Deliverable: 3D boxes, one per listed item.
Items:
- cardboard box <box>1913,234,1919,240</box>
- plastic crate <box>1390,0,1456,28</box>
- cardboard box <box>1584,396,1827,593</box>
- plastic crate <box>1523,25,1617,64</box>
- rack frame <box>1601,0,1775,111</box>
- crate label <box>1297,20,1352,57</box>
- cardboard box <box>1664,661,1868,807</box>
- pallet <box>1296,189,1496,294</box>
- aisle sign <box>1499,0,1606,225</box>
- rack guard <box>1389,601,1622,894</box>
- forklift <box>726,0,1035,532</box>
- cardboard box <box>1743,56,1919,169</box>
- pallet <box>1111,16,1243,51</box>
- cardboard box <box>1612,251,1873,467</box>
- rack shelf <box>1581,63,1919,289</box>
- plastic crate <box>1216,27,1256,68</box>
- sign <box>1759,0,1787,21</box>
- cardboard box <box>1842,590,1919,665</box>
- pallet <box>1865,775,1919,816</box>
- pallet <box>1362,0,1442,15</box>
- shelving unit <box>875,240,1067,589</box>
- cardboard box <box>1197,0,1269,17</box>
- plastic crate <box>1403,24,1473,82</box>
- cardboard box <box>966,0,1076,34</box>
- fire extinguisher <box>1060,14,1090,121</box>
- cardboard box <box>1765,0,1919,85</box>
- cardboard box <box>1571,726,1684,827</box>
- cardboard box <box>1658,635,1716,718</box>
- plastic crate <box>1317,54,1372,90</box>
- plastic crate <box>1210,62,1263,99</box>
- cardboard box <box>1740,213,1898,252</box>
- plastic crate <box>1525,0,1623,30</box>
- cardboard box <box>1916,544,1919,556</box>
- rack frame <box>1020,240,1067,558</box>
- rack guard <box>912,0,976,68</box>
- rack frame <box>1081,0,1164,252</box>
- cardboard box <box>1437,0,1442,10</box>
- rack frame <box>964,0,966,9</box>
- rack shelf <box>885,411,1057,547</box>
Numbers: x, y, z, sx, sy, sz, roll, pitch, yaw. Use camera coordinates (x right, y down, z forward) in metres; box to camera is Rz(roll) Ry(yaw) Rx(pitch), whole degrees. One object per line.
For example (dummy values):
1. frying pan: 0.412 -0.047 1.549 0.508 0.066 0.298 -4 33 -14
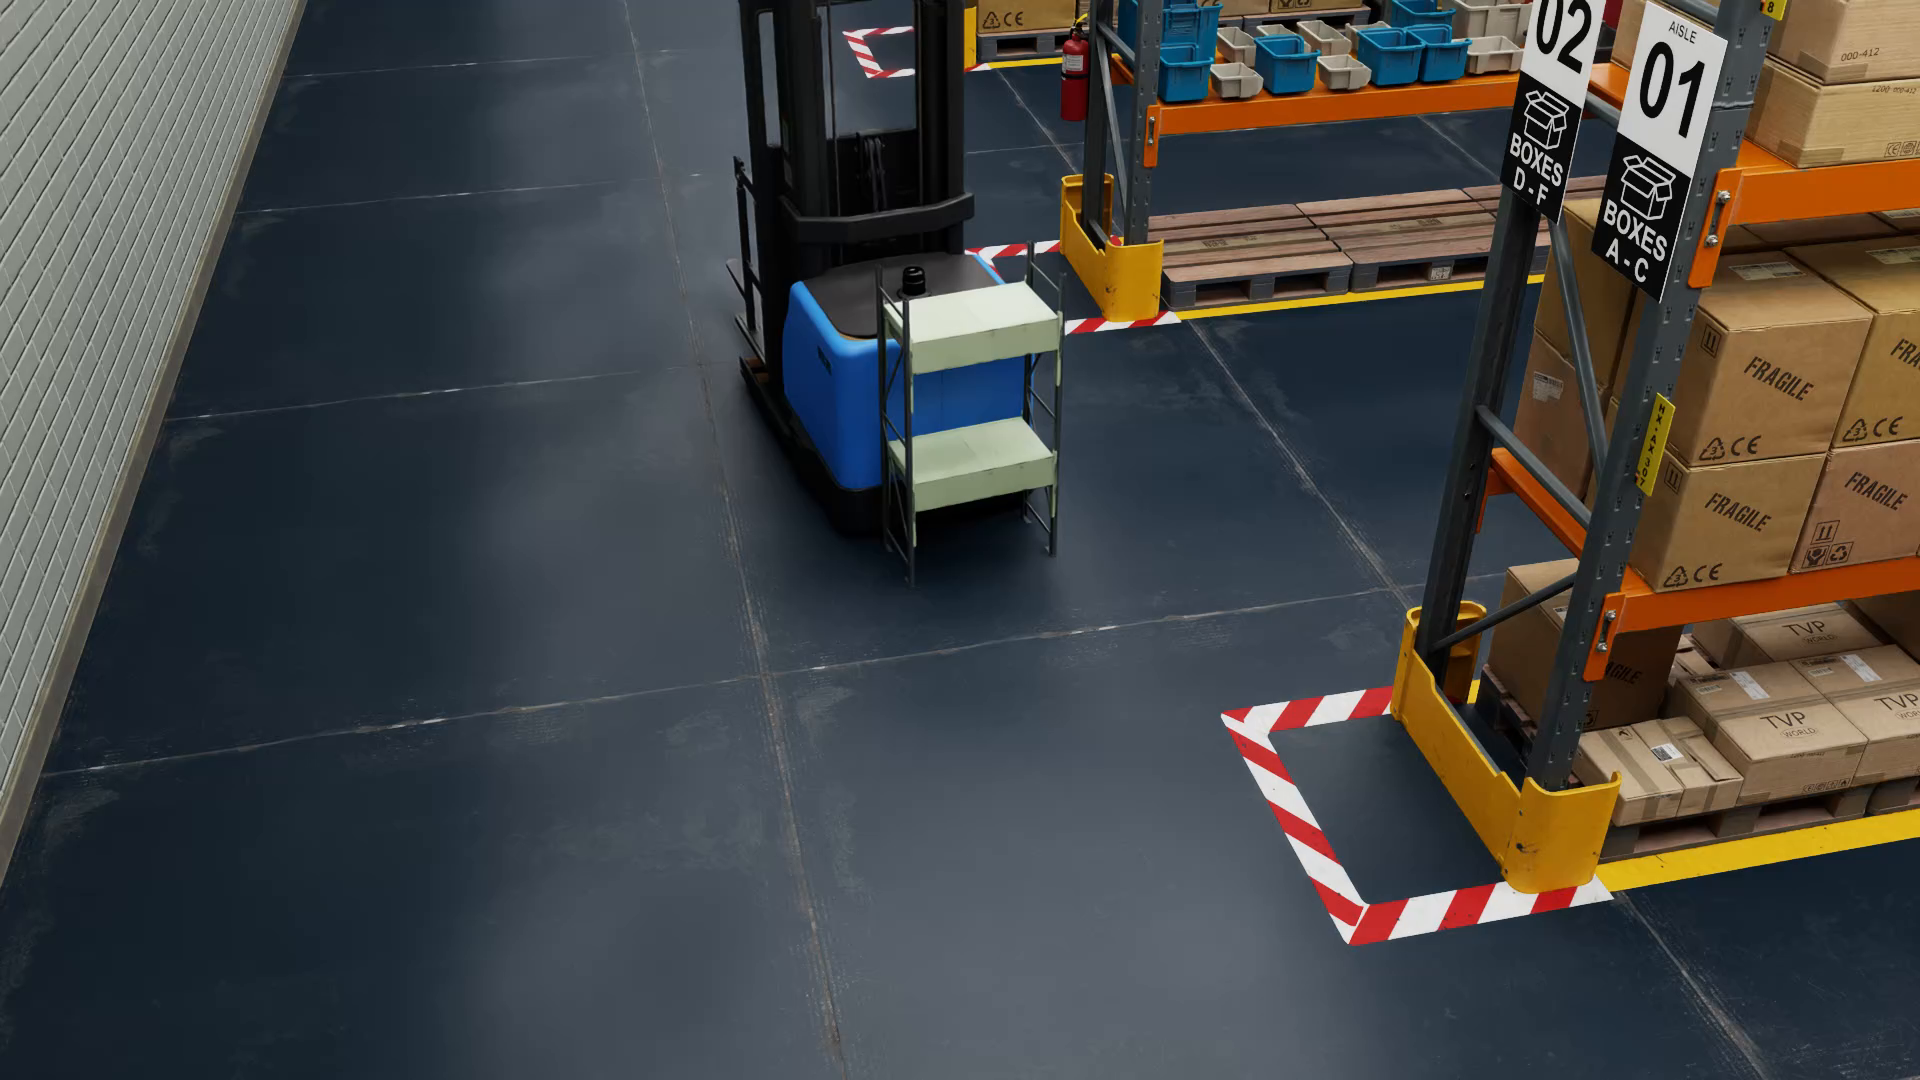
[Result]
1. cardboard box: 3.548 -0.729 5.658 0.500 0.500 0.500 -7 34 -10
2. plastic crate: 2.917 -3.274 10.533 0.300 0.233 0.416 -7 35 -11
3. cardboard box: 2.550 -0.187 5.747 0.500 0.500 0.500 -6 34 -10
4. plastic crate: 3.839 -3.045 10.289 0.590 0.125 0.437 -7 35 -11
5. rack frame: 2.059 -2.725 4.235 0.127 3.000 1.000 -7 35 -11
6. crate label: 2.278 -3.116 10.384 0.243 0.136 0.396 -7 35 -11
7. cardboard box: 3.140 0.751 6.512 0.500 0.250 0.500 -7 35 -11
8. pallet: 2.971 -1.997 11.036 1.213 0.211 1.003 -7 35 -11
9. aisle sign: 1.925 -1.472 5.418 0.004 0.787 0.394 -7 35 -11
10. rack guard: 2.133 0.795 6.617 0.348 0.500 1.175 -7 35 -11
11. forklift: -0.618 -2.073 8.709 1.130 2.935 3.031 -12 36 -17
12. cardboard box: 2.617 -1.342 5.001 0.500 0.250 0.500 -7 35 -11
13. pallet: 1.828 -4.749 15.138 1.213 0.211 1.003 -7 35 -11
14. cardboard box: 2.550 -0.602 5.468 0.500 0.500 0.500 -6 34 -9
15. rack shelf: 4.010 -1.427 5.638 4.000 0.370 1.077 -7 35 -11
16. plastic crate: 1.726 -3.041 10.272 0.243 0.136 0.396 -7 35 -11
17. sign: 2.179 -1.548 4.388 0.005 0.325 0.100 -7 35 -11
18. cardboard box: 4.129 0.362 6.864 0.637 0.503 0.797 -7 35 -11
19. pallet: 4.098 0.668 7.065 1.213 0.211 1.003 -7 35 -11
20. pallet: 4.515 -5.088 15.643 1.213 0.211 1.003 -7 35 -11
21. shelving unit: 0.046 -0.570 7.752 0.755 1.500 0.431 -12 36 -17
22. cardboard box: 2.240 -5.254 14.917 0.875 0.875 0.875 -7 35 -11
23. plastic crate: 2.861 -2.932 10.024 0.300 0.233 0.416 -7 35 -11
24. cardboard box: 0.484 -5.033 14.588 0.875 0.875 0.875 -7 35 -11
25. fire extinguisher: 0.723 -2.968 10.385 0.183 0.674 0.296 -7 35 -11
26. cardboard box: 2.618 -1.546 4.857 0.500 0.250 0.500 -7 35 -11
27. cardboard box: 2.544 0.902 6.377 0.250 0.149 0.380 -7 35 -11
28. cardboard box: 2.950 0.558 6.874 0.250 0.166 0.380 -7 35 -11
29. plastic crate: 2.276 -2.771 9.870 0.298 0.136 0.250 -7 35 -11
30. plastic crate: 1.615 -2.688 9.746 0.298 0.136 0.250 -7 35 -11
31. cardboard box: 2.925 -0.957 5.998 0.500 0.500 0.500 -6 34 -9
32. plastic crate: 3.946 -3.496 10.657 0.583 0.464 0.402 -7 35 -11
33. cardboard box: 3.543 -0.313 5.935 0.500 0.500 0.500 -7 35 -11
34. rack frame: 0.388 -0.642 7.860 0.023 1.500 0.400 -12 36 -17
35. rack guard: -0.146 -4.578 14.623 0.348 0.500 1.175 -7 35 -11
36. rack frame: 0.970 -2.927 9.919 0.127 3.000 1.000 -7 35 -11
37. cardboard box: 4.399 -5.492 15.272 0.875 0.875 1.225 -7 35 -10
38. rack frame: -0.122 -5.618 13.931 0.127 3.000 1.000 -7 35 -11
39. rack shelf: 0.046 -0.299 7.934 0.720 0.370 0.431 -12 36 -17
